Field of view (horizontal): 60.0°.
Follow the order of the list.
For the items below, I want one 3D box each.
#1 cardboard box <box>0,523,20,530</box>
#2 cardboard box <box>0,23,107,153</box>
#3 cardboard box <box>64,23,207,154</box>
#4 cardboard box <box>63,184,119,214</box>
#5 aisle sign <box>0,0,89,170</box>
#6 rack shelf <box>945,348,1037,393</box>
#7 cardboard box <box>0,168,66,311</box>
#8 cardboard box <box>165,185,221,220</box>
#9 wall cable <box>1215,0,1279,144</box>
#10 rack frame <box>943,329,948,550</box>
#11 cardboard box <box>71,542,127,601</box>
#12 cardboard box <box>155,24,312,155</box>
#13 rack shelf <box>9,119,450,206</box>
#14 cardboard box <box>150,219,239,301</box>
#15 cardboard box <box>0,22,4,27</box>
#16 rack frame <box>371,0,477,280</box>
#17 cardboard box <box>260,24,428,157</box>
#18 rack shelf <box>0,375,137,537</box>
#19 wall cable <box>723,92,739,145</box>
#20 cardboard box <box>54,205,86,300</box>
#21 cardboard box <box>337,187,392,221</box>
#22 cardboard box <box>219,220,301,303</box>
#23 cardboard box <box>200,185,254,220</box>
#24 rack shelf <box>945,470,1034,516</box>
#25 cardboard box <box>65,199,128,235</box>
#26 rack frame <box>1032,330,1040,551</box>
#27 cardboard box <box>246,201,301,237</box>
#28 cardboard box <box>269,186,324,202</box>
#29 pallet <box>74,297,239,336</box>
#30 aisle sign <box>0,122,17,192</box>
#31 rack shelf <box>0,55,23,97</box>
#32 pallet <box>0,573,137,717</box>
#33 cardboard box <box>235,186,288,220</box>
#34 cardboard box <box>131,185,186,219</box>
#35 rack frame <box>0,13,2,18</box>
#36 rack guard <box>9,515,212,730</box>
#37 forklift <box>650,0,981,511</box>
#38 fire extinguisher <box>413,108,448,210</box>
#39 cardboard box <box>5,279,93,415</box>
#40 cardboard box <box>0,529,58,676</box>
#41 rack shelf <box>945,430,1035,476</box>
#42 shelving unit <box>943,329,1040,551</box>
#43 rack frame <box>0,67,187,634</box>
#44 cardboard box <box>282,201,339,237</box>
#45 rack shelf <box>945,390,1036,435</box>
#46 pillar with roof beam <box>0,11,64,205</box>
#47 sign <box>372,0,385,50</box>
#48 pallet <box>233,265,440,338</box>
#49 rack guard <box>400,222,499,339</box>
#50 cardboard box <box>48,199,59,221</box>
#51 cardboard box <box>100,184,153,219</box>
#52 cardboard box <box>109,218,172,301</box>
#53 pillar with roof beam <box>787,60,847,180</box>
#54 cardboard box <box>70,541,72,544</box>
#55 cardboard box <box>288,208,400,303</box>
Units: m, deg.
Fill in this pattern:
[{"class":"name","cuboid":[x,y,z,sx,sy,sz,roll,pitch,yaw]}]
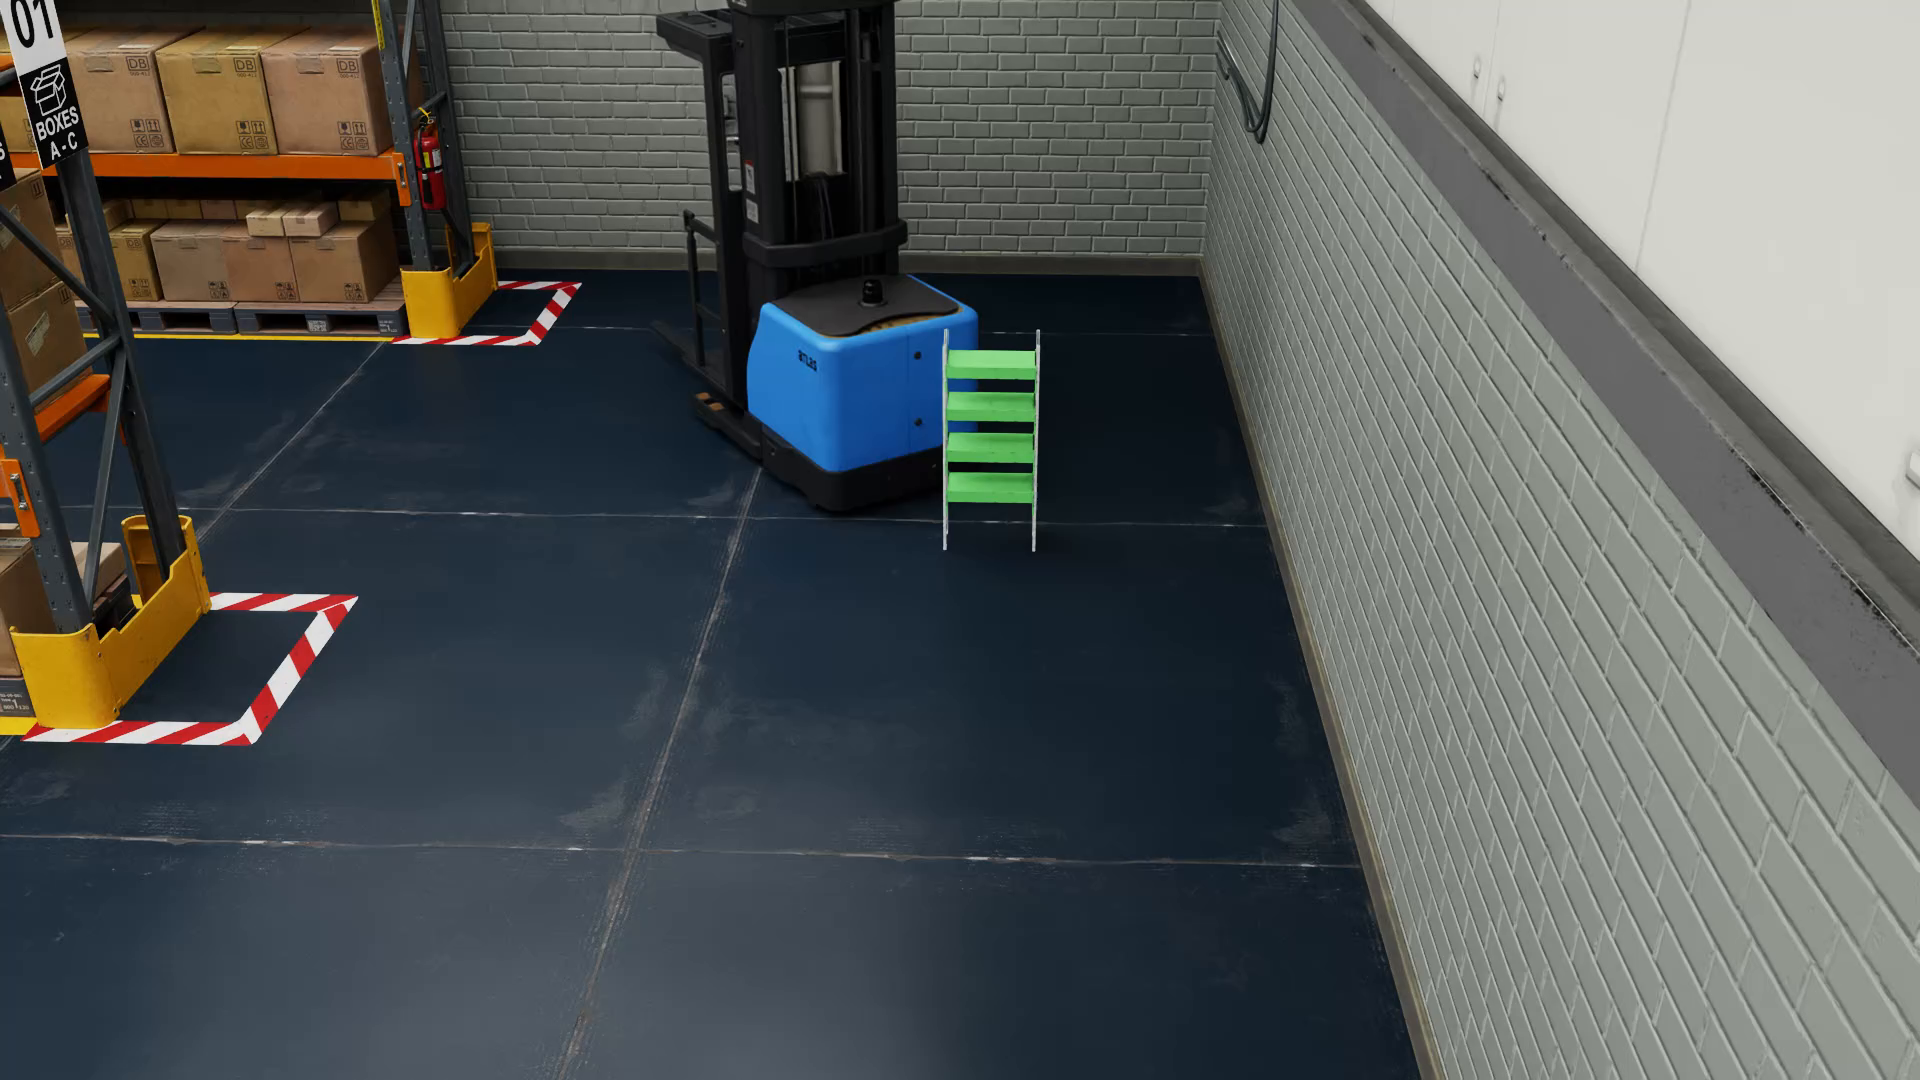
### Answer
[{"class":"cardboard box","cuboid":[-5.015,0.138,8.253,0.500,0.250,0.500,1,28,2]},{"class":"cardboard box","cuboid":[-6.538,-3.219,11.799,0.700,0.700,0.980,0,28,0]},{"class":"cardboard box","cuboid":[-5.810,-3.211,11.785,0.700,0.700,0.980,0,28,-1]},{"class":"cardboard box","cuboid":[-6.413,-2.508,12.307,0.250,0.149,0.380,0,28,0]},{"class":"aisle sign","cuboid":[-3.904,-2.018,7.078,0.004,0.787,0.394,1,28,2]},{"class":"rack shelf","cuboid":[0.165,-0.895,8.769,0.480,0.148,0.258,1,28,2]},{"class":"cardboard box","cuboid":[-4.416,-1.349,7.419,0.500,0.500,0.500,2,28,3]},{"class":"cardboard box","cuboid":[-5.649,-2.496,12.283,0.250,0.149,0.380,1,28,2]},{"class":"wall cable","cuboid":[1.829,-4.069,10.634,0.112,2.526,3.097,1,28,2]},{"class":"rack frame","cuboid":[-0.078,-0.531,8.971,0.015,1.200,0.240,1,28,2]},{"class":"cardboard box","cuboid":[-4.389,0.165,8.311,0.250,0.149,0.380,1,28,2]},{"class":"cardboard box","cuboid":[-5.049,-3.194,11.753,0.700,0.700,0.980,1,28,1]},{"class":"rack shelf","cuboid":[-5.810,-2.767,12.034,4.000,0.370,1.077,1,28,2]},{"class":"cardboard box","cuboid":[-5.517,-2.114,12.255,0.500,0.500,0.700,0,28,0]},{"class":"cardboard box","cuboid":[-7.267,-3.233,11.827,0.700,0.700,0.980,1,28,3]},{"class":"rack frame","cuboid":[-3.811,-3.051,11.804,0.127,3.000,1.000,1,28,2]},{"class":"cardboard box","cuboid":[-4.321,-3.188,11.740,0.700,0.700,0.980,2,28,4]},{"class":"rack shelf","cuboid":[-5.981,-0.448,7.660,4.000,0.370,1.077,1,28,2]},{"class":"wall cable","cuboid":[-2.498,-3.922,12.361,1.851,1.984,0.084,1,28,2]},{"class":"cardboard box","cuboid":[-6.563,-2.128,12.283,0.500,0.500,0.700,1,28,1]},{"class":"cardboard box","cuboid":[-4.382,-2.475,12.245,0.250,0.149,0.380,1,28,2]},{"class":"cardboard box","cuboid":[-5.014,-2.106,12.240,0.500,0.500,0.700,1,28,2]},{"class":"cardboard box","cuboid":[-5.393,-2.492,12.276,0.250,0.149,0.380,1,28,3]},{"class":"rack shelf","cuboid":[0.165,-0.259,9.106,0.480,0.148,0.258,1,28,2]},{"class":"cardboard box","cuboid":[-6.207,-2.325,11.962,0.250,0.149,0.380,0,28,0]},{"class":"rack frame","cuboid":[0.409,-0.523,8.956,0.015,1.200,0.240,1,28,2]},{"class":"cardboard box","cuboid":[-4.904,-2.305,11.923,0.250,0.149,0.380,2,28,3]},{"class":"cardboard box","cuboid":[-4.889,-2.483,12.260,0.250,0.149,0.380,1,28,2]},{"class":"pallet","cuboid":[-5.829,-1.817,12.453,1.213,0.211,1.003,1,28,2]},{"class":"aisle sign","cuboid":[-3.925,-1.737,6.548,0.004,0.787,0.394,1,28,2]},{"class":"rack shelf","cuboid":[-5.981,-1.773,6.958,4.000,0.370,1.077,1,28,2]},{"class":"pallet","cuboid":[-4.855,0.486,8.109,1.213,0.211,1.003,1,28,2]},{"class":"cardboard box","cuboid":[-5.139,-2.488,12.268,0.250,0.149,0.380,1,28,2]},{"class":"cardboard box","cuboid":[-5.902,-2.500,12.291,0.250,0.149,0.380,0,28,1]},{"class":"rack frame","cuboid":[-3.982,-3.383,6.024,0.127,3.000,1.000,1,28,2]},{"class":"rack guard","cuboid":[-4.058,0.371,8.017,0.348,0.500,1.175,1,28,2]},{"class":"forklift","cuboid":[-1.088,-2.106,10.094,1.130,2.935,3.031,-16,32,-28]},{"class":"fire extinguisher","cuboid":[-3.677,-2.634,11.497,0.183,0.674,0.296,1,28,2]},{"class":"cardboard box","cuboid":[-4.416,-0.908,7.653,0.500,0.500,0.500,2,28,3]},{"class":"cardboard box","cuboid":[-4.534,0.284,7.711,0.500,0.500,0.500,1,28,2]},{"class":"rack shelf","cuboid":[0.165,-0.471,8.994,0.480,0.148,0.258,1,28,2]},{"class":"shelving unit","cuboid":[0.165,-0.527,8.964,0.503,1.200,0.258,1,28,2]},{"class":"rack frame","cuboid":[-3.982,-0.733,7.429,0.127,3.000,1.000,1,28,2]},{"class":"cardboard box","cuboid":[-4.649,-2.301,11.915,0.250,0.149,0.380,1,28,1]},{"class":"rack shelf","cuboid":[0.165,-0.683,8.881,0.480,0.148,0.258,1,28,2]},{"class":"pillar with roof beam","cuboid":[-7.230,-4.146,7.464,0.400,9.000,9.100,1,28,2]},{"class":"sign","cuboid":[-3.844,-3.414,10.998,0.005,0.325,0.100,1,28,2]},{"class":"pallet","cuboid":[-4.613,-1.796,12.413,1.213,0.211,1.003,1,28,2]},{"class":"rack guard","cuboid":[-3.787,-1.947,12.388,0.348,0.500,1.175,1,28,2]},{"class":"cardboard box","cuboid":[-6.729,-2.334,11.978,0.250,0.149,0.380,2,28,4]},{"class":"cardboard box","cuboid":[-6.160,-2.504,12.299,0.250,0.149,0.380,1,28,2]},{"class":"cardboard box","cuboid":[-6.050,-2.119,12.265,0.500,0.500,0.700,2,28,3]},{"class":"pillar with roof beam","cuboid":[-1.234,-4.047,7.277,0.400,9.000,9.100,1,28,2]},{"class":"cardboard box","cuboid":[-4.638,0.153,8.314,0.250,0.166,0.380,1,28,2]},{"class":"cardboard box","cuboid":[-4.514,-2.097,12.224,0.500,0.500,0.700,1,28,2]}]
